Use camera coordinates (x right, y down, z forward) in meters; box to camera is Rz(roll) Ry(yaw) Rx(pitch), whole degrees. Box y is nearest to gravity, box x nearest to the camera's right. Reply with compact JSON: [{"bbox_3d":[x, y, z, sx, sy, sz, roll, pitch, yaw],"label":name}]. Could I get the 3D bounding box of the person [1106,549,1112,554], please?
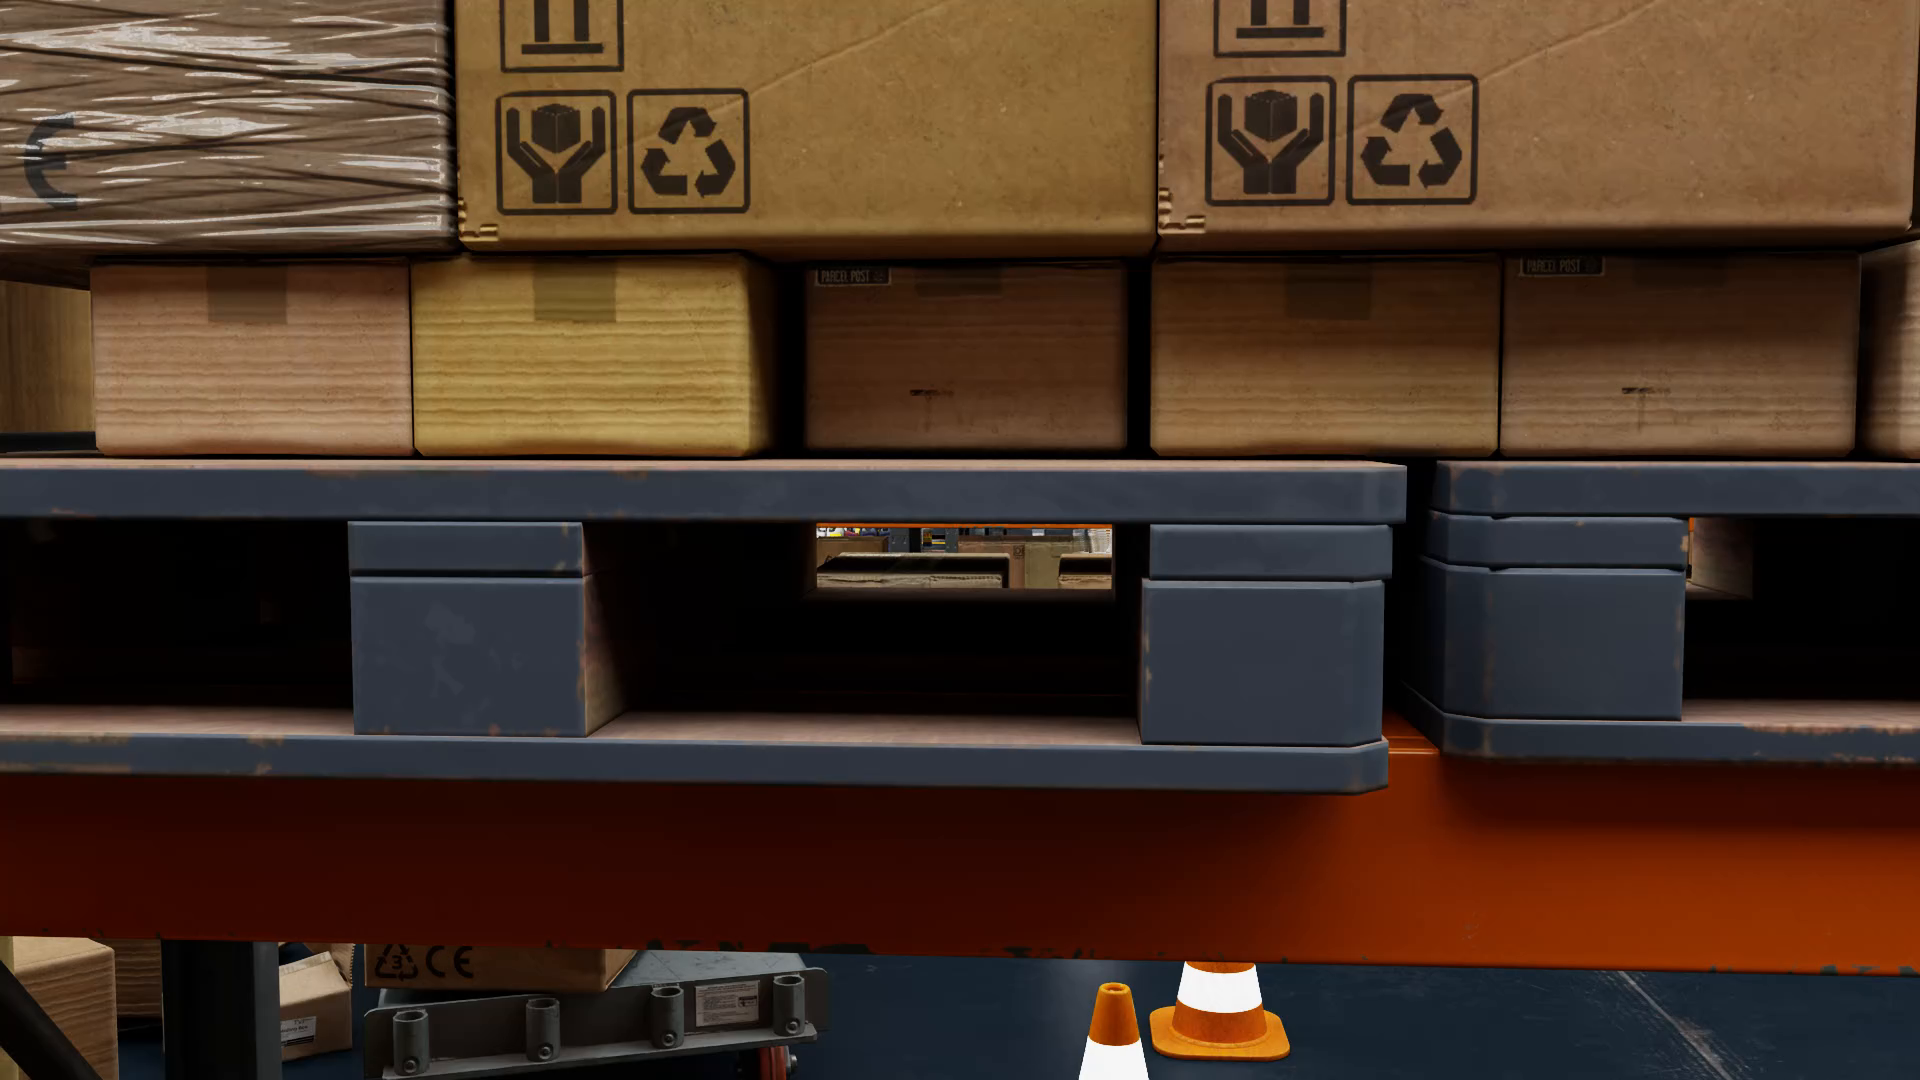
[{"bbox_3d":[1.160,0.308,10.233,0.894,1.016,0.550,0,4,-1],"label":"person"}]
